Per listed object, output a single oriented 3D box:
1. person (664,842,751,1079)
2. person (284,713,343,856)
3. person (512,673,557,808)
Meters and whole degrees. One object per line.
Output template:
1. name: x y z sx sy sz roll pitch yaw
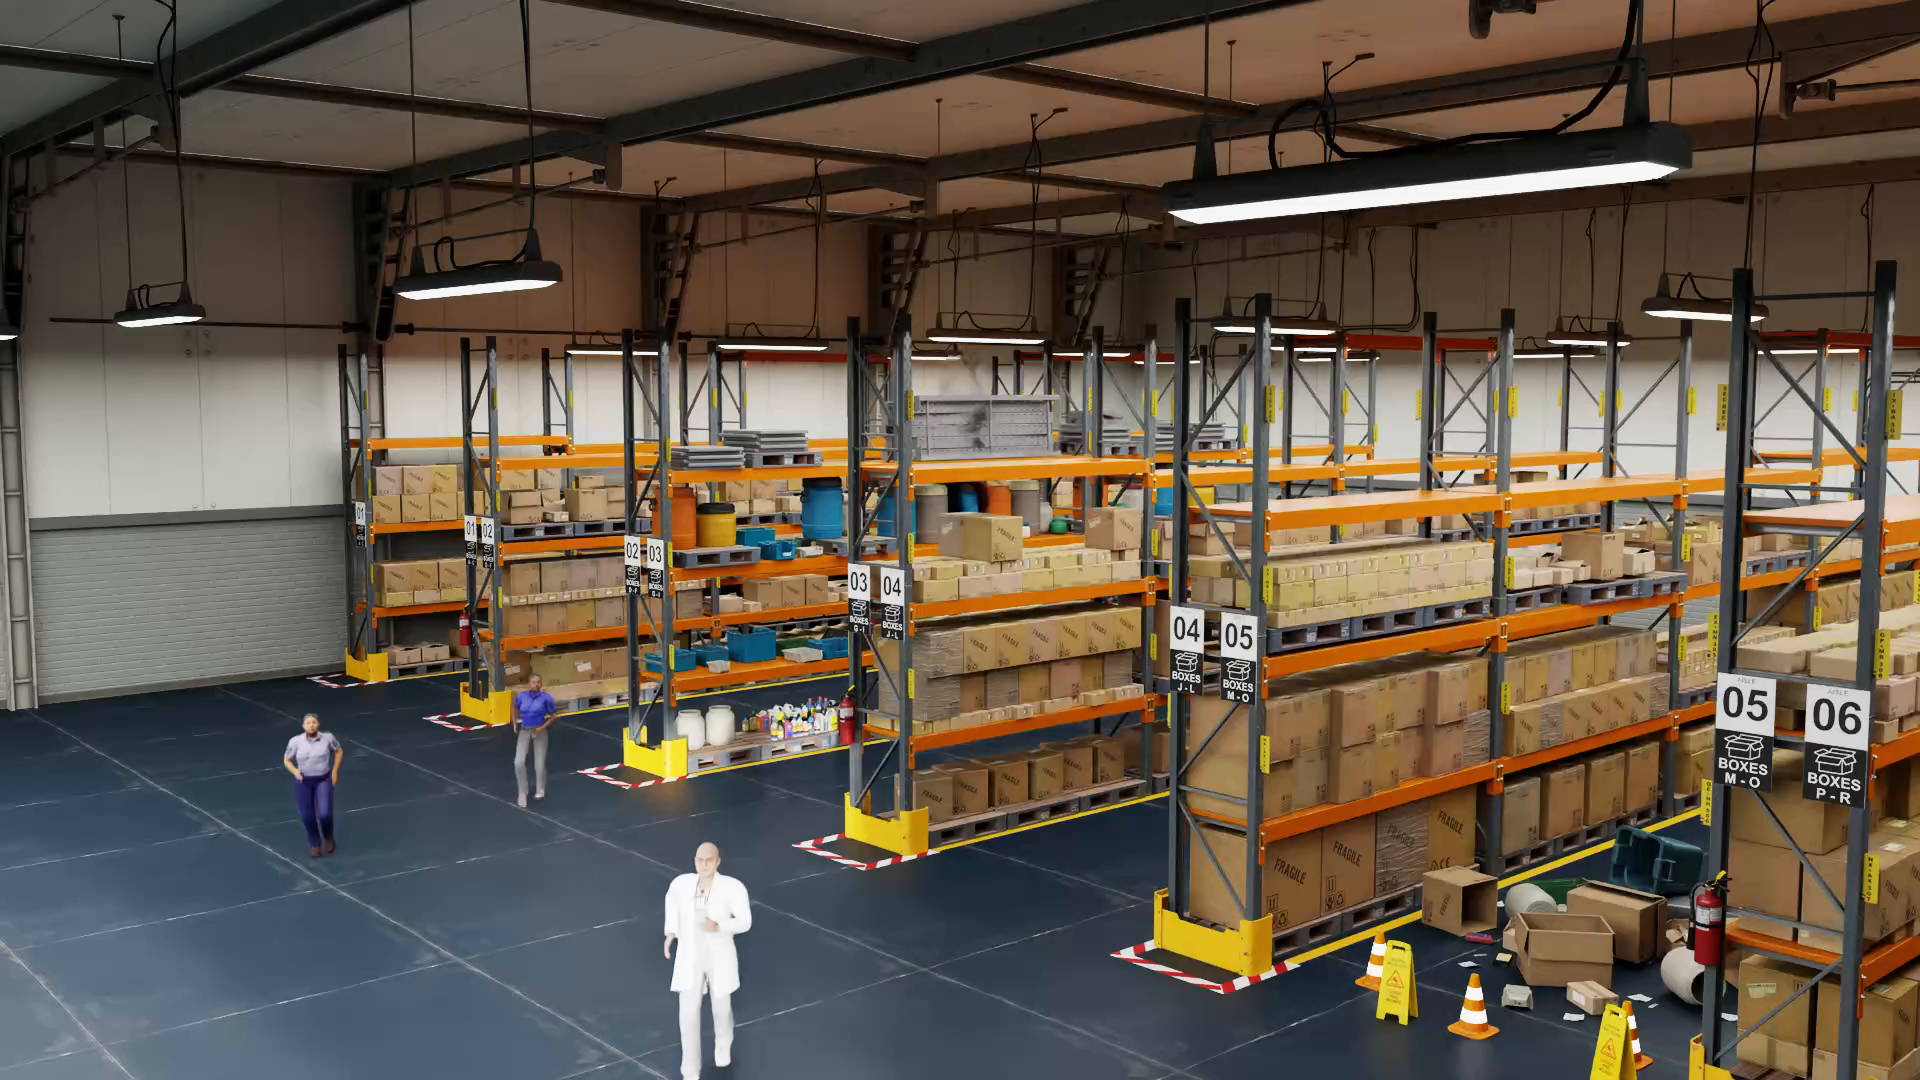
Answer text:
1. person: -1.884 3.156 12.404 0.681 1.827 0.908 0 5 -1
2. person: -7.150 2.717 18.391 0.603 1.597 0.573 -2 5 -18
3. person: -5.346 2.492 20.850 0.585 1.674 0.672 0 5 -4
